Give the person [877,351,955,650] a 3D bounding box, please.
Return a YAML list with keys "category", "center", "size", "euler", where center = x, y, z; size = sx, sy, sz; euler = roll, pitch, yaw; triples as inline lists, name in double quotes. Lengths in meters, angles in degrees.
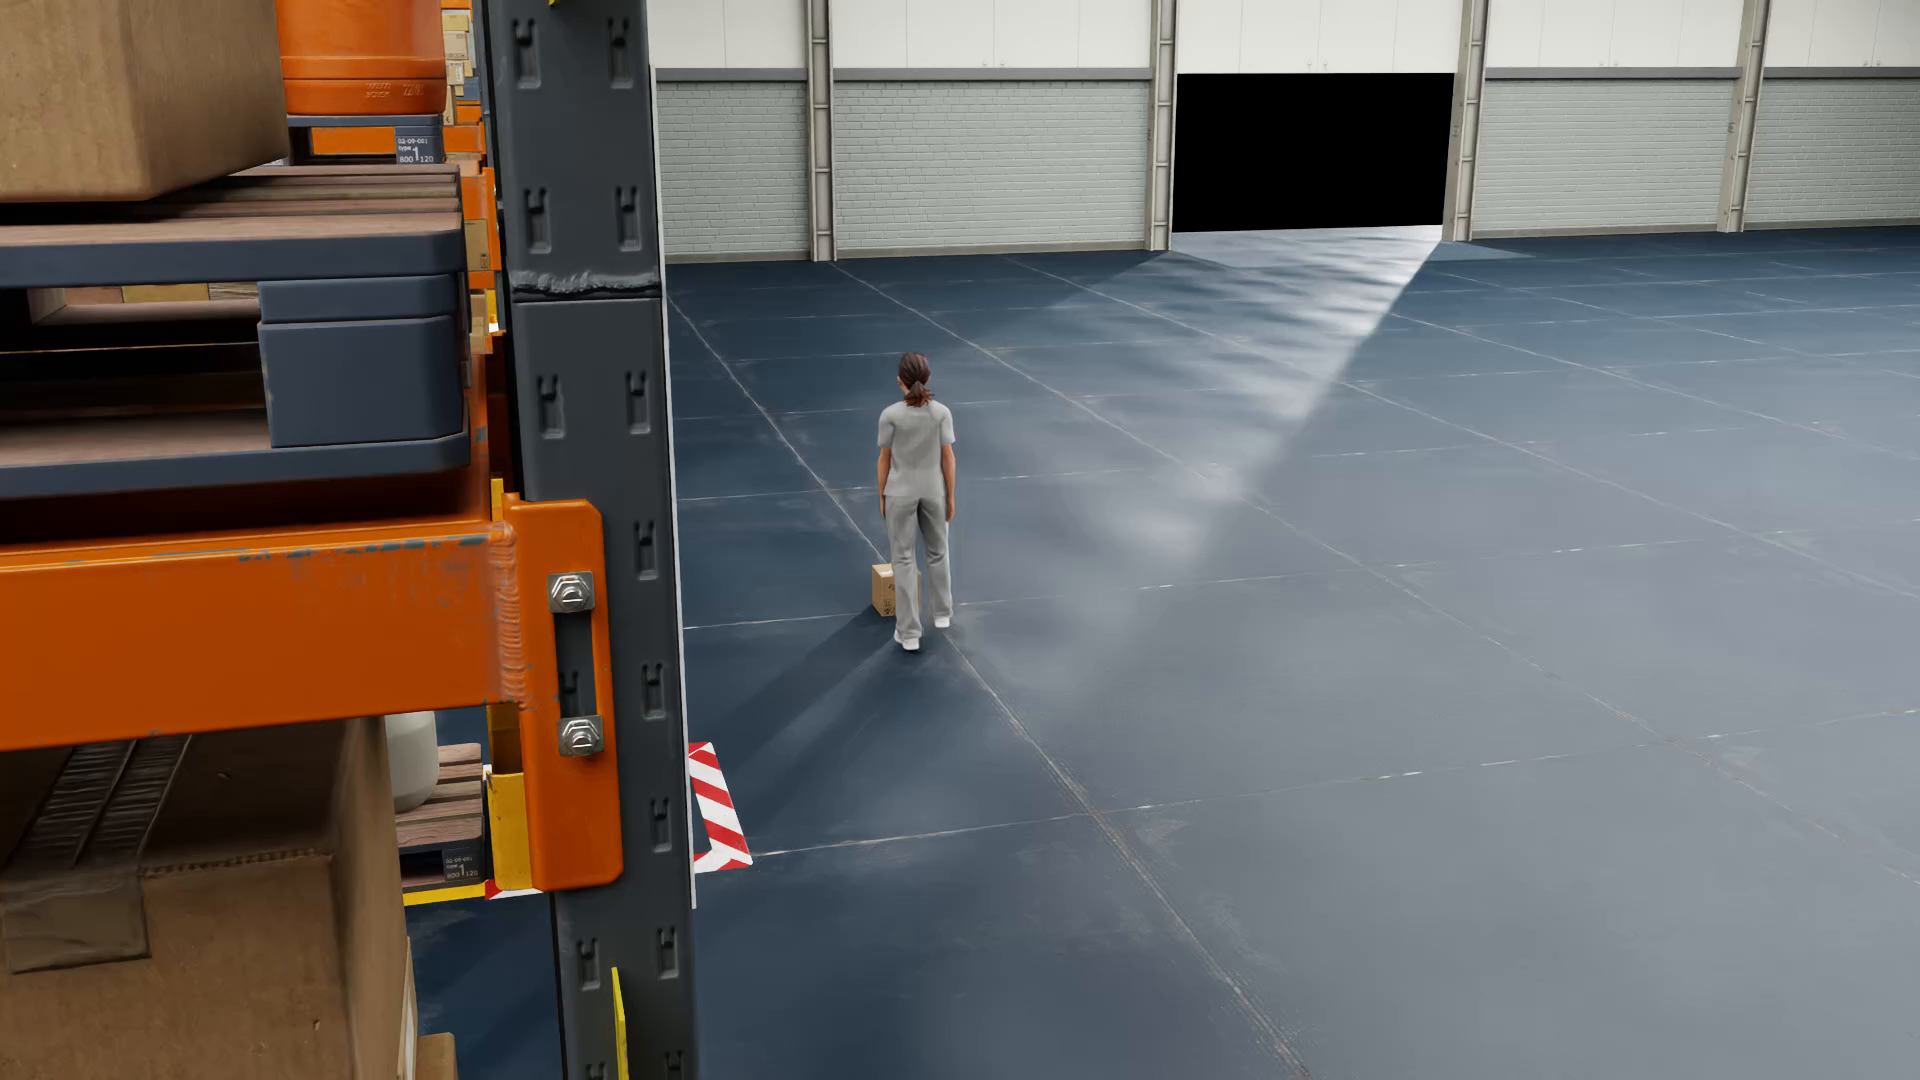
- category: "person"
  center: [-0.253, -0.259, 9.411]
  size: [0.479, 1.667, 0.613]
  euler: [-4, 17, -13]
